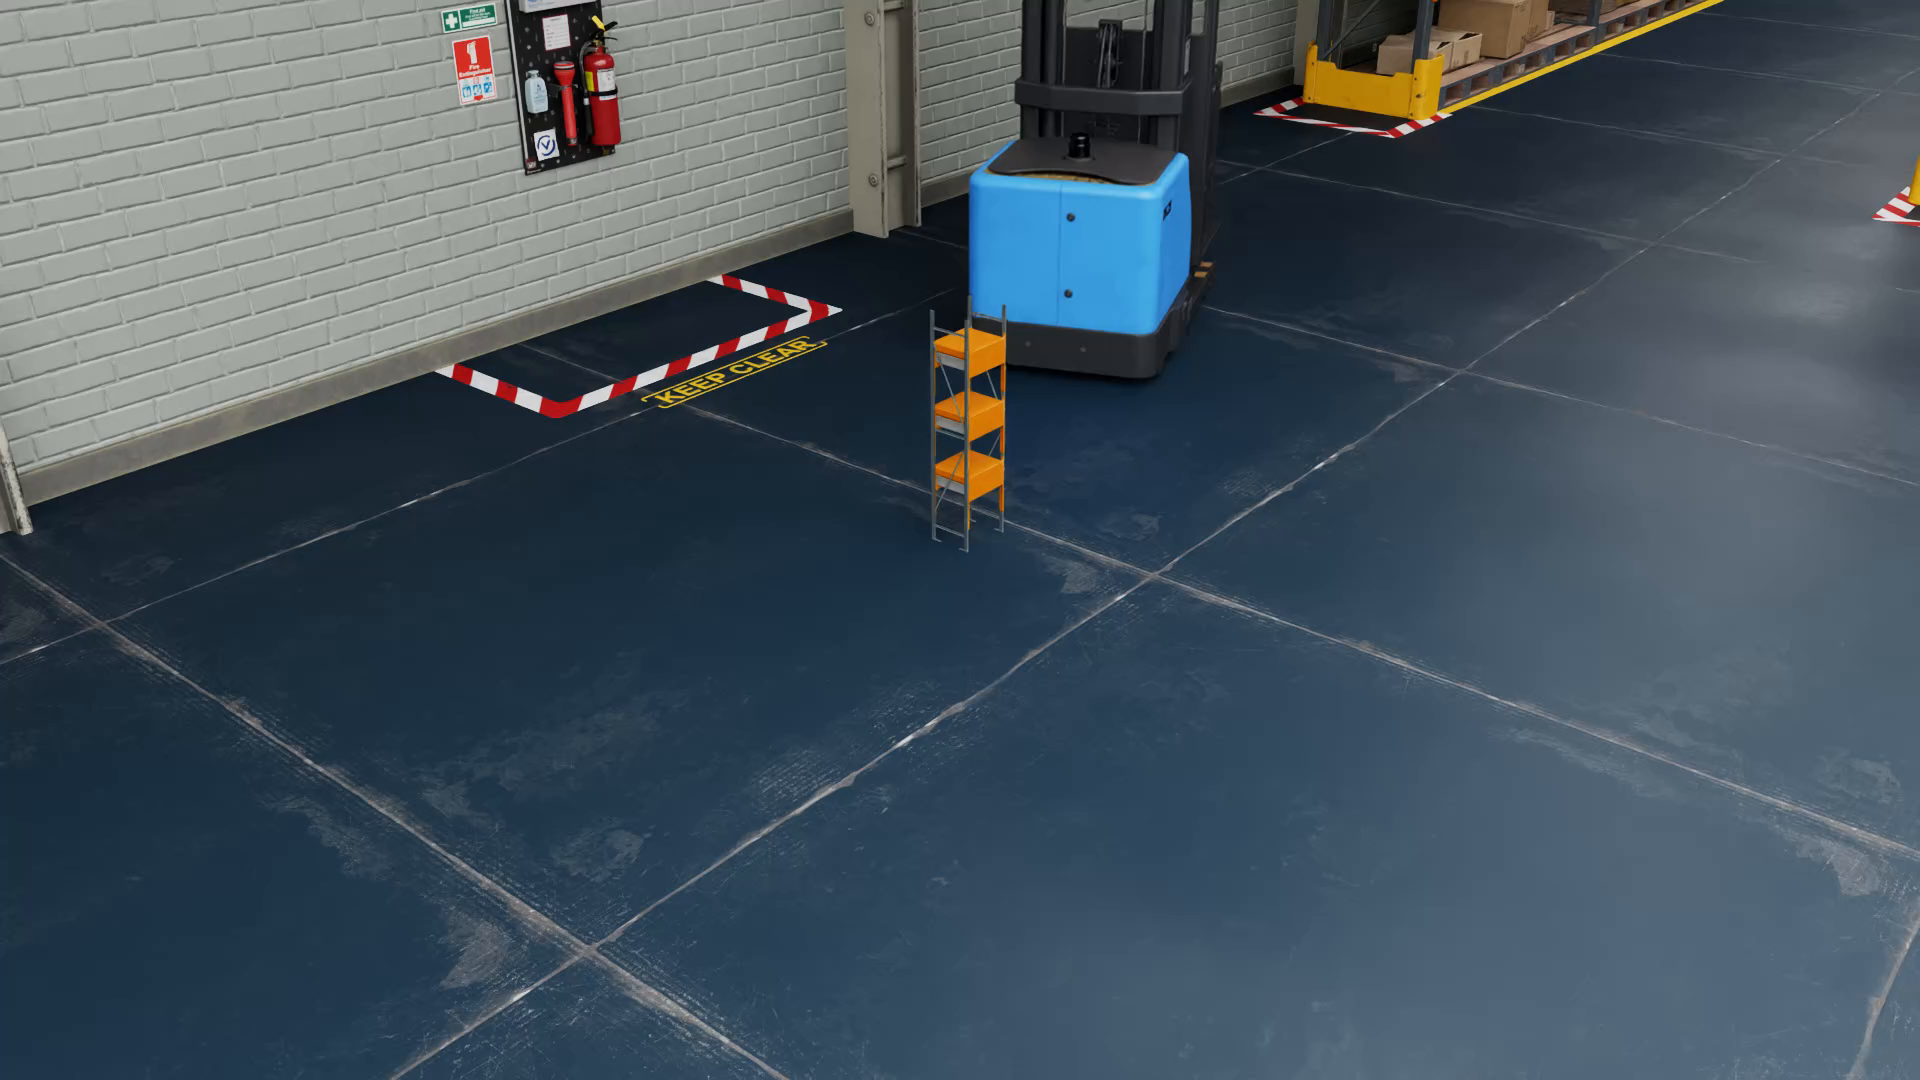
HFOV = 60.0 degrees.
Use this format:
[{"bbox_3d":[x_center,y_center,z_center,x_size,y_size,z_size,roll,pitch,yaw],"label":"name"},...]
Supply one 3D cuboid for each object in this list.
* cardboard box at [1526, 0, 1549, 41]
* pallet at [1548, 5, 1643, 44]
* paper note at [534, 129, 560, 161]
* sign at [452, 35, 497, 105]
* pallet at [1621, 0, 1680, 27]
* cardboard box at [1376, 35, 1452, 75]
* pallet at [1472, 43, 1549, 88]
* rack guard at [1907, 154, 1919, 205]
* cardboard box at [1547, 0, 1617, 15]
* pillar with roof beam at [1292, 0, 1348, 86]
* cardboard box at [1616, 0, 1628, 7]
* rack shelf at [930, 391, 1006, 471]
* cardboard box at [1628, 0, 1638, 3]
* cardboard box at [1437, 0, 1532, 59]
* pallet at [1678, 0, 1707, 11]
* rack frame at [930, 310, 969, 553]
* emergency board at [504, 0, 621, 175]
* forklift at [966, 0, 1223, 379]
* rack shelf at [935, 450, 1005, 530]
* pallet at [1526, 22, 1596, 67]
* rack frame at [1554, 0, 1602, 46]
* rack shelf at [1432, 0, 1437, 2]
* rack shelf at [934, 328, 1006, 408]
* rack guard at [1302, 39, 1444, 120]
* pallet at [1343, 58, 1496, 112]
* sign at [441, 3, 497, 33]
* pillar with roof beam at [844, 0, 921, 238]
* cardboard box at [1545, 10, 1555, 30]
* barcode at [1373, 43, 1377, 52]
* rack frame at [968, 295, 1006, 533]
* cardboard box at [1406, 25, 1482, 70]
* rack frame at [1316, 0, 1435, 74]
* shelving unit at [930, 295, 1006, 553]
[{"bbox_3d":[5.448,-5.223,16.324,0.500,0.500,0.500,18,32,31],"label":"cardboard box"},{"bbox_3d":[6.571,-5.556,17.760,1.003,0.211,1.213,21,34,34],"label":"pallet"},{"bbox_3d":[-2.273,-2.174,9.147,0.016,0.148,0.142,21,34,34],"label":"paper note"},{"bbox_3d":[-2.538,-2.458,8.698,0.001,0.329,0.234,21,34,34],"label":"sign"},{"bbox_3d":[7.347,-5.990,18.599,1.003,0.211,1.213,21,34,34],"label":"pallet"},{"bbox_3d":[4.043,-4.320,14.783,0.500,0.311,0.500,17,32,29],"label":"cardboard box"},{"bbox_3d":[4.902,-4.596,15.905,1.003,0.211,1.213,21,34,34],"label":"pallet"},{"bbox_3d":[7.343,-2.534,11.605,1.175,0.500,0.348,21,34,34],"label":"rack guard"},{"bbox_3d":[6.533,-5.869,17.572,0.700,0.500,0.500,22,35,36],"label":"cardboard box"},{"bbox_3d":[6.633,-7.007,11.001,9.100,9.000,0.400,21,34,34],"label":"pillar with roof beam"},{"bbox_3d":[6.823,-6.067,17.954,0.700,0.500,0.500,20,33,33],"label":"cardboard box"},{"bbox_3d":[0.034,-0.476,7.050,0.215,0.259,0.240,21,34,34],"label":"rack shelf"},{"bbox_3d":[7.178,-6.236,18.281,0.700,0.500,0.500,21,34,35],"label":"cardboard box"},{"bbox_3d":[4.910,-4.851,15.605,0.700,0.500,0.500,18,33,31],"label":"cardboard box"},{"bbox_3d":[8.123,-6.421,19.432,1.003,0.211,1.213,21,34,34],"label":"pallet"},{"bbox_3d":[-0.044,-0.442,6.962,0.200,1.050,0.008,21,34,34],"label":"rack frame"},{"bbox_3d":[-2.107,-2.608,9.027,0.194,1.169,0.643,21,34,34],"label":"emergency board"},{"bbox_3d":[0.953,-2.808,9.488,1.130,2.935,3.031,8,28,15],"label":"forklift"},{"bbox_3d":[0.034,-0.229,7.178,0.215,0.259,0.240,21,34,34],"label":"rack shelf"},{"bbox_3d":[5.677,-5.031,16.745,1.003,0.211,1.213,21,34,34],"label":"pallet"},{"bbox_3d":[6.077,-6.518,16.584,1.000,3.000,0.127,21,34,34],"label":"rack frame"},{"bbox_3d":[4.805,-5.489,15.379,1.077,0.370,4.000,21,34,34],"label":"rack shelf"},{"bbox_3d":[0.034,-0.728,6.920,0.215,0.259,0.240,21,34,34],"label":"rack shelf"},{"bbox_3d":[3.581,-4.016,14.469,1.175,0.500,0.348,21,34,34],"label":"rack guard"},{"bbox_3d":[4.125,-4.166,15.073,1.003,0.211,1.213,21,34,34],"label":"pallet"},{"bbox_3d":[-2.528,-2.693,8.575,0.001,0.109,0.331,21,34,34],"label":"sign"},{"bbox_3d":[2.816,-4.880,6.889,9.100,9.000,0.400,21,34,34],"label":"pillar with roof beam"},{"bbox_3d":[5.760,-5.256,16.751,0.380,0.166,0.250,16,31,28],"label":"cardboard box"},{"bbox_3d":[3.746,-4.447,15.019,0.001,0.075,0.075,21,34,34],"label":"barcode"},{"bbox_3d":[0.112,-0.529,7.129,0.200,1.050,0.008,21,34,34],"label":"rack frame"},{"bbox_3d":[4.405,-4.522,15.174,0.500,0.311,0.500,24,36,38],"label":"cardboard box"},{"bbox_3d":[3.533,-5.100,13.843,1.000,3.000,0.127,21,34,34],"label":"rack frame"},{"bbox_3d":[0.034,-0.485,7.045,0.215,1.050,0.252,21,34,34],"label":"shelving unit"}]
